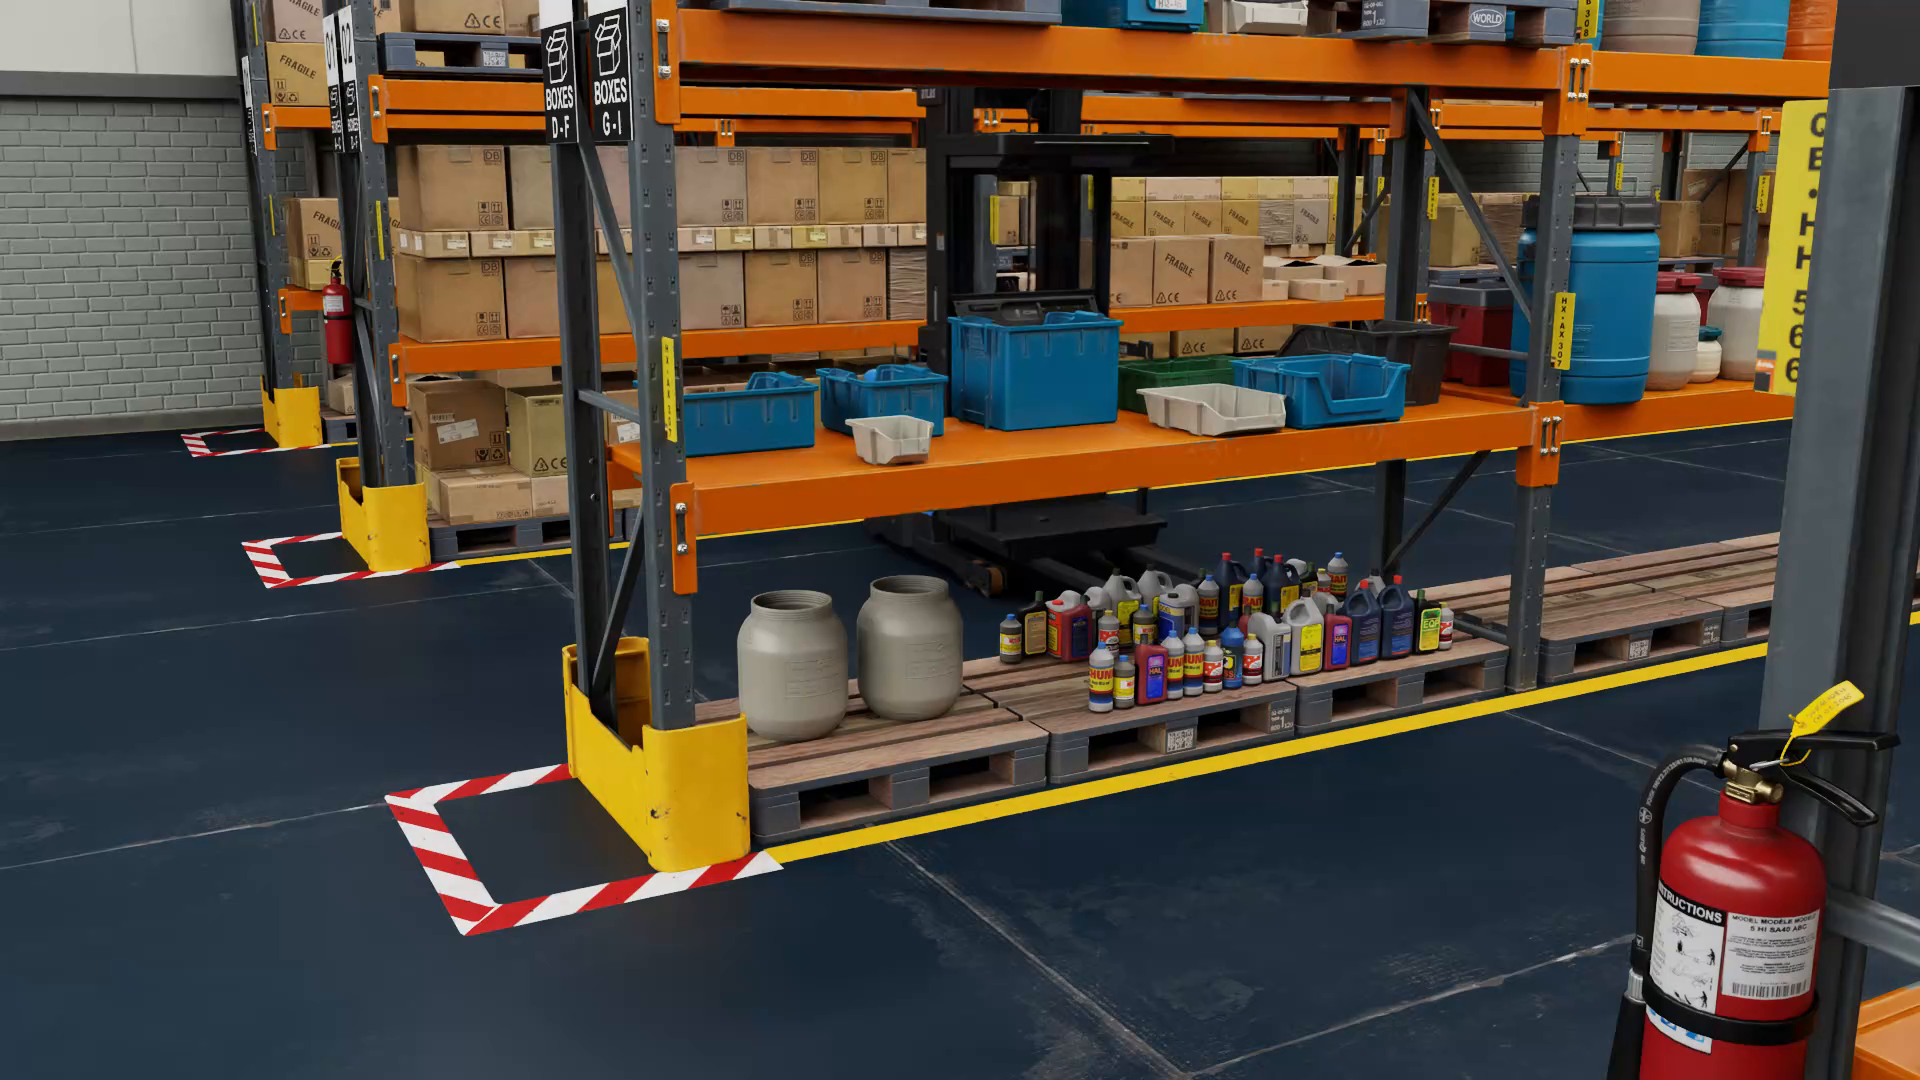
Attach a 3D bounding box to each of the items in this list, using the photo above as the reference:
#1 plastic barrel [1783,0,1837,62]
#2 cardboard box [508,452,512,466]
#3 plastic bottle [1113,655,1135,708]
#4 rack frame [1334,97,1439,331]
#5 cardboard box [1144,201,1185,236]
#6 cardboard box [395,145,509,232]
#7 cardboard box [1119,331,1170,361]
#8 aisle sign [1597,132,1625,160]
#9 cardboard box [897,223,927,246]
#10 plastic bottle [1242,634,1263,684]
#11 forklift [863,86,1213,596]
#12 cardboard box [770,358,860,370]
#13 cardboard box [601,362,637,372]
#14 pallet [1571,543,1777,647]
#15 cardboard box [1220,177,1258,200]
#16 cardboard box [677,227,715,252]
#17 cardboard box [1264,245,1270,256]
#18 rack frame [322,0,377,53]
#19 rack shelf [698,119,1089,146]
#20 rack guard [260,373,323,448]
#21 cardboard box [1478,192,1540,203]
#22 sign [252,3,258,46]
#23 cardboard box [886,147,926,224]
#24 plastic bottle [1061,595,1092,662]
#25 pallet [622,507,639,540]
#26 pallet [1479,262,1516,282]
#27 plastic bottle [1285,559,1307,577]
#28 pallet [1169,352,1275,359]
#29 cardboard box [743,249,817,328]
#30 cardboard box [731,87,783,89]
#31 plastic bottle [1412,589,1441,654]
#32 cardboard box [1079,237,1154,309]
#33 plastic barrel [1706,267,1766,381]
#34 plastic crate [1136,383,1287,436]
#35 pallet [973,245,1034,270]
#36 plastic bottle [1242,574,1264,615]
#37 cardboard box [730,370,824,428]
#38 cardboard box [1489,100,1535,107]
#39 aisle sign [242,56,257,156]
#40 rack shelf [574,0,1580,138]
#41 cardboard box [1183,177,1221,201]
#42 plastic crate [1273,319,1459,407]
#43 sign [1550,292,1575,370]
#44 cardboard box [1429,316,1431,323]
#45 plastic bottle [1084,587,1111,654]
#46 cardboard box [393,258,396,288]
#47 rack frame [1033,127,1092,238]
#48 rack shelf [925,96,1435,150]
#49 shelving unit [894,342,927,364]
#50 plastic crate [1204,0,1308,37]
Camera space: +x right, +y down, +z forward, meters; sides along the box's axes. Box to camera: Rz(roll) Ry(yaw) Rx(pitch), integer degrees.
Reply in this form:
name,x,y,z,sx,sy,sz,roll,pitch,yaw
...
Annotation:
name,x,y,z,sx,sy,sz,roll,pitch,yaw
plastic barrel,4.443,-2.849,8.627,0.708,0.830,0.600,-7,14,-28
cardboard box,-2.788,-0.435,11.015,0.500,0.250,0.500,-7,14,-28
plastic bottle,0.652,0.561,6.656,0.097,0.201,0.097,0,13,0
rack frame,3.472,-2.245,13.751,0.127,3.000,1.000,-7,14,-28
cardboard box,2.108,-3.458,18.190,0.500,0.500,0.500,-6,14,-26
cardboard box,-3.088,-2.137,10.090,0.500,0.500,0.700,-7,14,-28
cardboard box,1.803,-2.407,18.413,0.750,0.750,0.750,-7,14,-29
aisle sign,8.324,-5.259,21.222,0.004,0.787,0.394,-7,14,-28
cardboard box,-0.393,-2.094,11.375,0.250,0.149,0.380,-7,15,-29
plastic bottle,1.217,0.493,6.957,0.097,0.201,0.097,0,13,0
forklift,0.491,-1.229,9.393,1.130,2.935,3.031,-6,14,-26
cardboard box,-1.031,-1.011,11.866,0.500,0.500,0.500,-7,14,-28
cardboard box,-3.308,-1.656,15.828,0.500,0.500,0.500,-8,15,-32
pallet,4.074,0.272,8.919,1.213,0.211,1.003,-7,14,-28
cardboard box,2.971,-3.931,18.588,0.500,0.250,0.500,-7,15,-29
cardboard box,-1.753,-1.930,10.646,0.250,0.149,0.380,-7,14,-27
cardboard box,3.309,-3.292,18.930,0.250,0.149,0.380,-7,15,-29
rack frame,-3.550,-4.330,9.353,0.127,3.000,1.000,-7,14,-28
rack shelf,-0.660,-4.101,16.806,4.000,0.370,1.077,-7,14,-28
rack guard,-5.860,-1.146,14.562,0.348,0.500,1.175,-7,14,-28
cardboard box,7.041,-4.053,21.101,0.700,0.700,0.980,-7,14,-28
sign,-5.667,-4.143,13.362,0.005,0.325,0.100,-7,14,-28
cardboard box,-0.425,-2.458,11.515,0.500,0.500,0.700,-7,14,-28
plastic bottle,0.508,0.384,7.255,0.133,0.283,0.061,-7,14,-28
pallet,-1.829,-0.259,11.277,1.213,0.211,1.003,-7,14,-28
pallet,5.177,-2.356,14.685,1.213,0.211,1.003,-7,14,-28
plastic bottle,1.571,0.234,7.941,0.135,0.276,0.152,-6,14,-26
pallet,2.893,-2.034,19.168,1.213,0.211,1.003,-7,14,-28
cardboard box,-1.328,-1.716,11.174,0.500,0.500,0.700,-7,14,-27
cardboard box,-1.898,-4.537,15.922,0.500,0.500,0.500,-5,13,-20
plastic bottle,2.067,0.356,7.380,0.133,0.283,0.061,-6,14,-25
cardboard box,1.105,-2.006,12.462,0.500,0.500,0.500,-6,14,-24
plastic barrel,3.920,-1.071,8.225,0.433,0.535,0.433,0,13,0
plastic crate,1.027,-0.521,6.691,0.437,0.136,0.530,-7,14,-28
pallet,0.521,-3.010,17.588,1.003,0.211,1.213,-7,14,-28
plastic bottle,1.354,0.291,7.696,0.097,0.271,0.097,0,13,0
cardboard box,-1.223,-0.858,11.190,0.500,0.500,0.500,-7,14,-28
cardboard box,4.286,-3.863,13.882,0.500,0.500,0.910,-7,14,-28
aisle sign,-5.846,-3.560,13.676,0.004,0.787,0.394,-7,14,-28
rack shelf,0.576,-1.771,6.453,4.000,0.370,1.077,-7,14,-28
cardboard box,2.525,-3.876,18.344,0.500,0.250,0.500,-7,14,-27
plastic crate,1.811,-0.808,7.509,0.504,0.338,0.767,-7,14,-28
sign,2.585,-0.897,7.131,0.005,0.325,0.100,-7,14,-28
cardboard box,5.754,-2.716,20.583,0.500,0.500,0.700,-7,14,-28
plastic bottle,0.578,0.353,7.412,0.135,0.276,0.152,-7,15,-29
cardboard box,-4.897,-2.341,14.477,0.500,0.250,0.500,-7,15,-30
rack frame,1.095,-3.199,17.991,0.127,3.000,1.000,-7,14,-28
rack shelf,1.716,-3.147,12.566,4.000,0.370,1.077,-7,14,-28
shelving unit,-0.296,-0.706,11.014,0.189,1.200,0.258,-6,14,-26
plastic crate,1.116,-1.957,6.241,0.396,0.136,0.243,-7,14,-28
